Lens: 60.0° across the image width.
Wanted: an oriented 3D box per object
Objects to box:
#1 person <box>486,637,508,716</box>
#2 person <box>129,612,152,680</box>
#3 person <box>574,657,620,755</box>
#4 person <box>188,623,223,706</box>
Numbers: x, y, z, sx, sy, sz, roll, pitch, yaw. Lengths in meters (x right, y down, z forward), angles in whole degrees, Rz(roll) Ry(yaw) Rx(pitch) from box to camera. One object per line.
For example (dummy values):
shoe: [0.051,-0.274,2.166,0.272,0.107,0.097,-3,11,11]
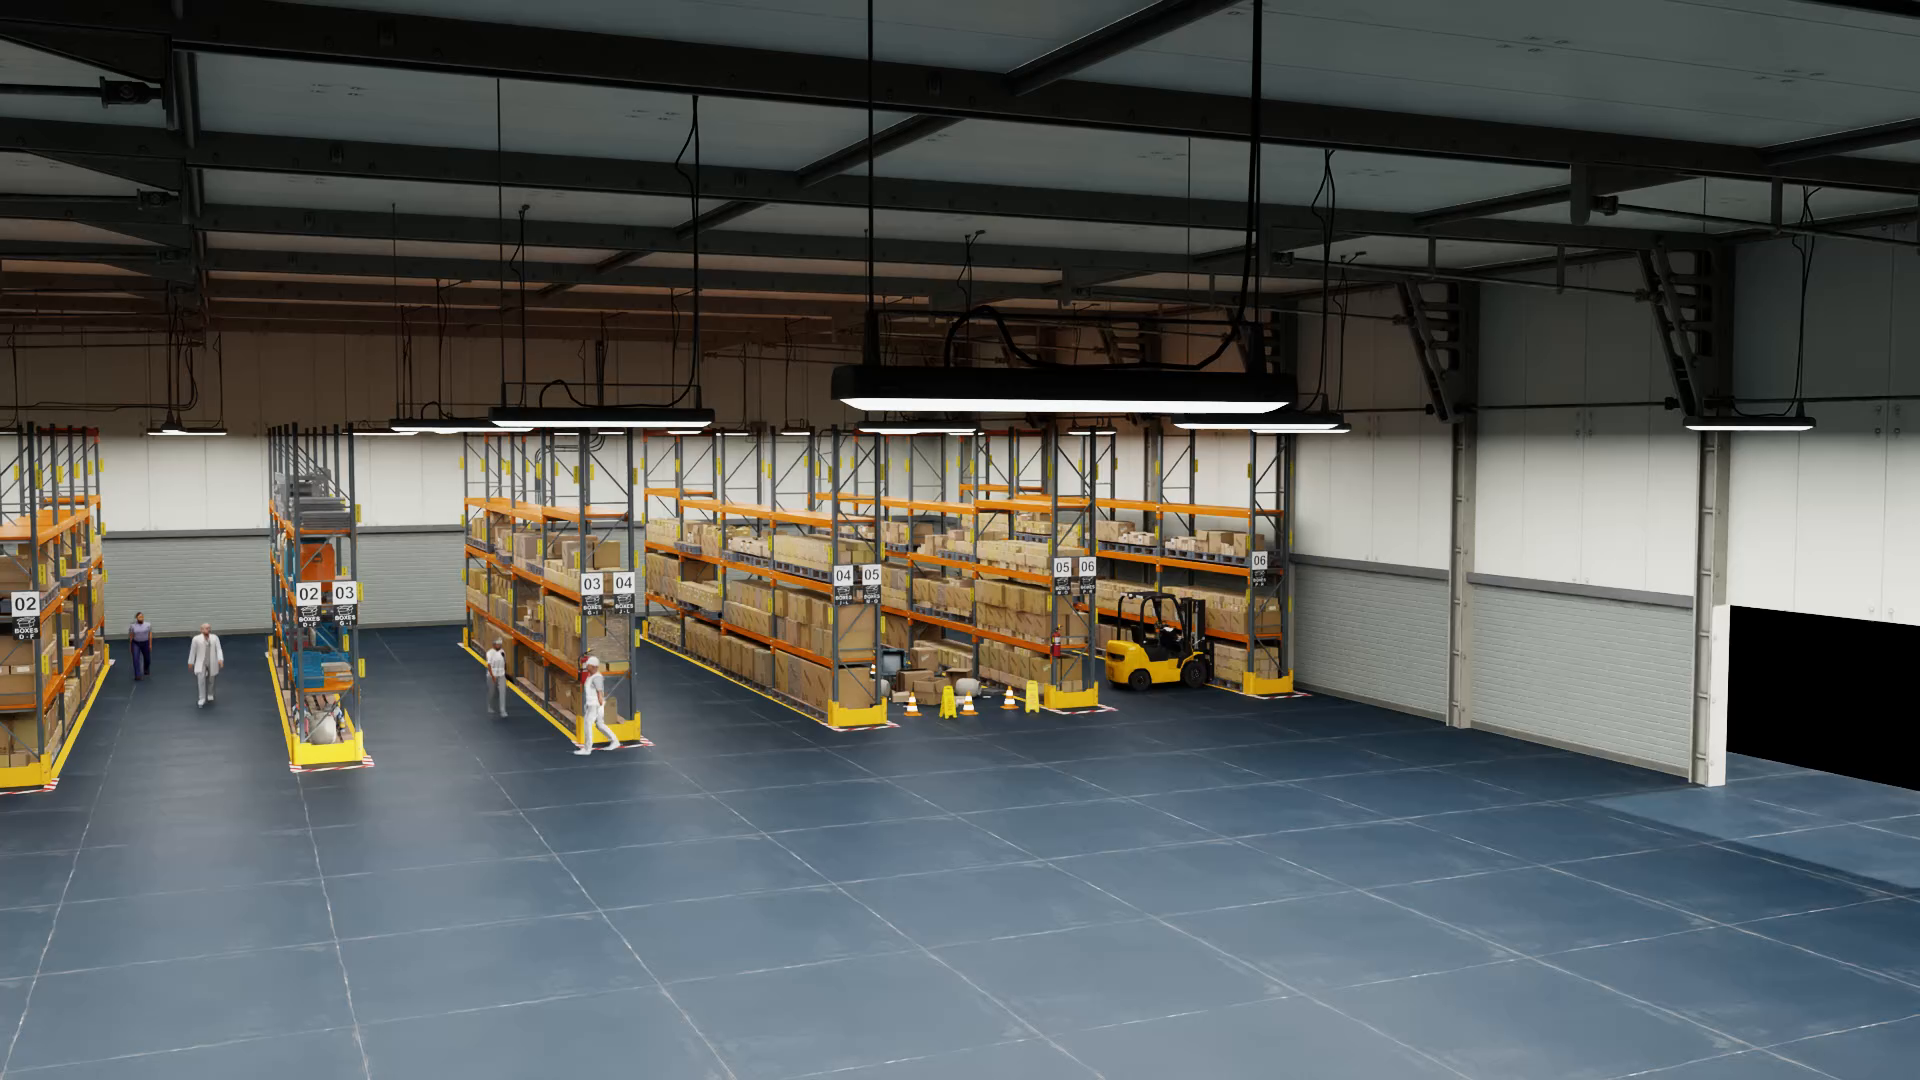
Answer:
person: [-9.539,2.806,34.306,0.439,1.610,0.981,-2,4,-33]
person: [-19.481,2.493,39.534,0.482,1.601,0.857,-2,4,-26]
person: [-6.606,2.999,30.227,0.841,1.764,0.549,-1,4,-14]
person: [-16.211,2.648,35.751,0.685,1.717,1.114,-2,4,-29]
